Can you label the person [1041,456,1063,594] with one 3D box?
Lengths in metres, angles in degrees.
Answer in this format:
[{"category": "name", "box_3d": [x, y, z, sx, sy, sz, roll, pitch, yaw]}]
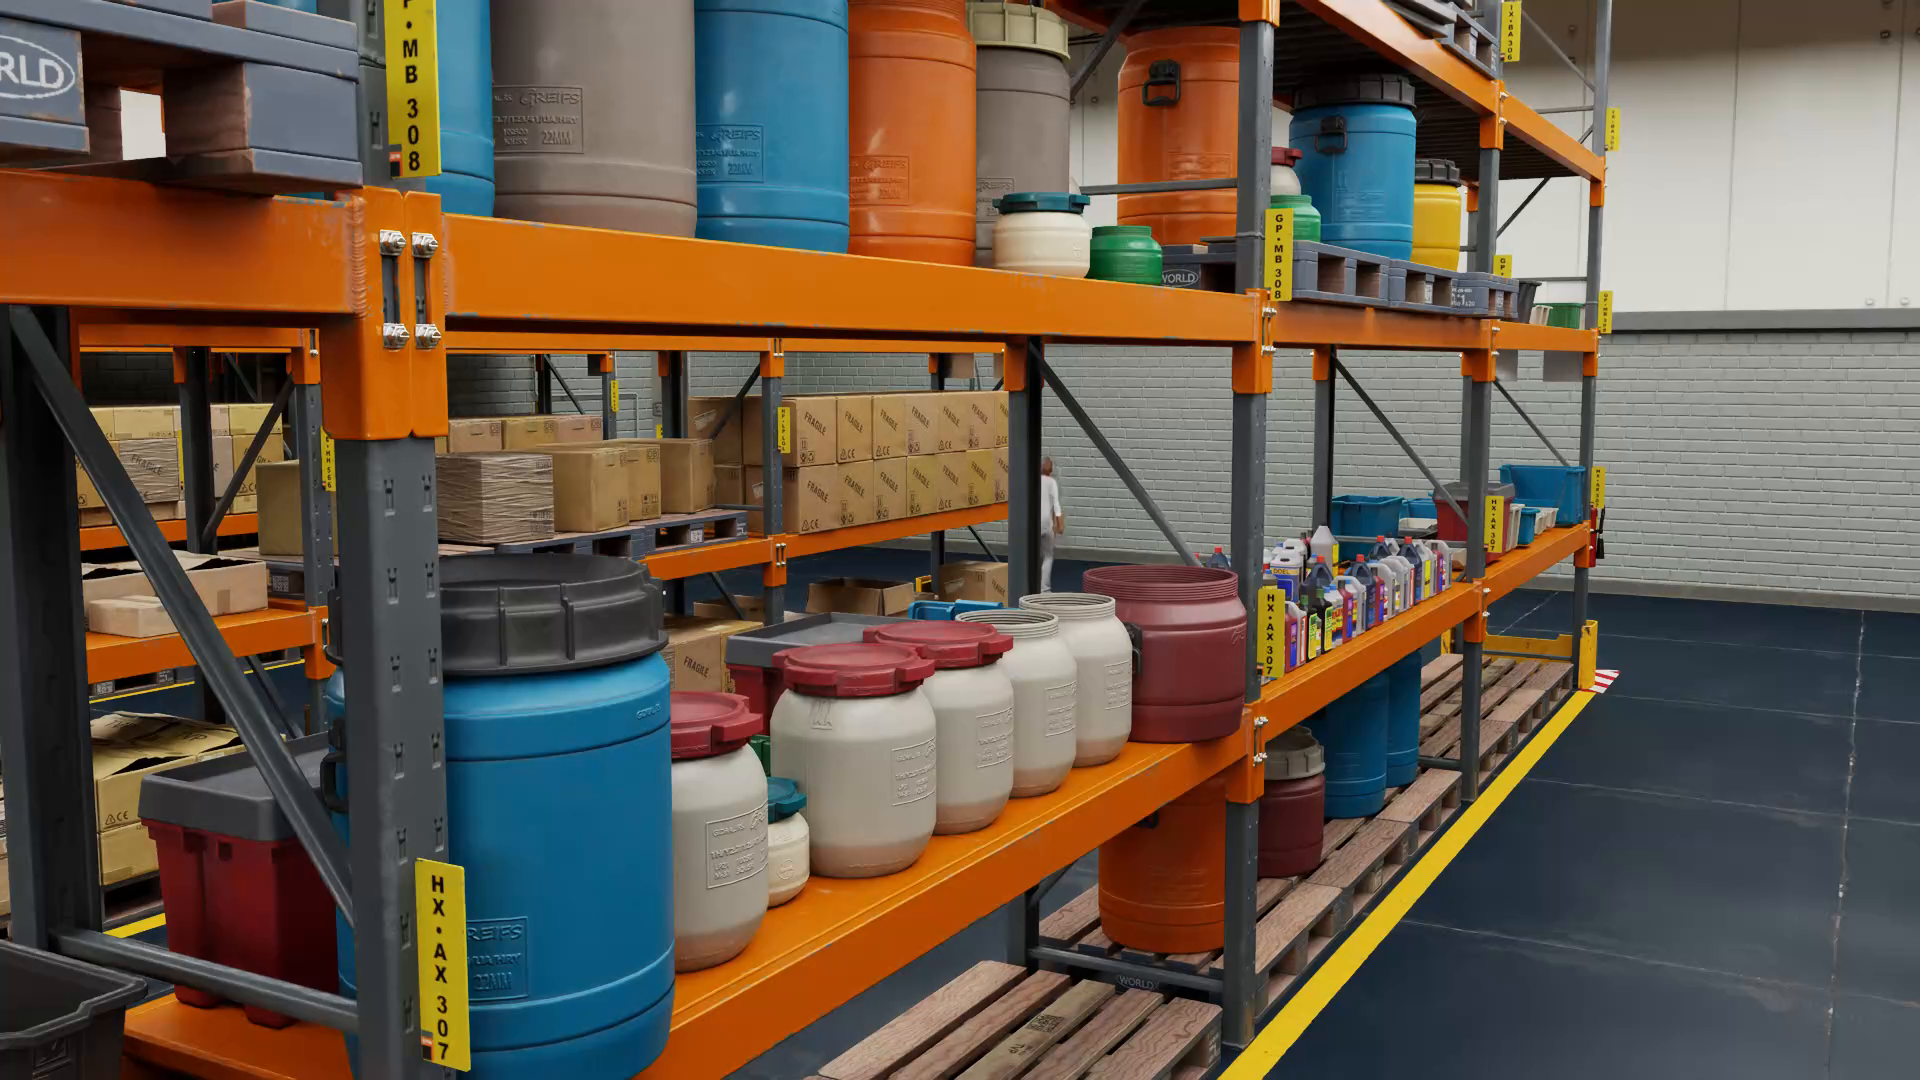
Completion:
[{"category": "person", "box_3d": [0.873, -0.115, 17.886, 0.372, 1.550, 0.533, 3, 7, 27]}]
